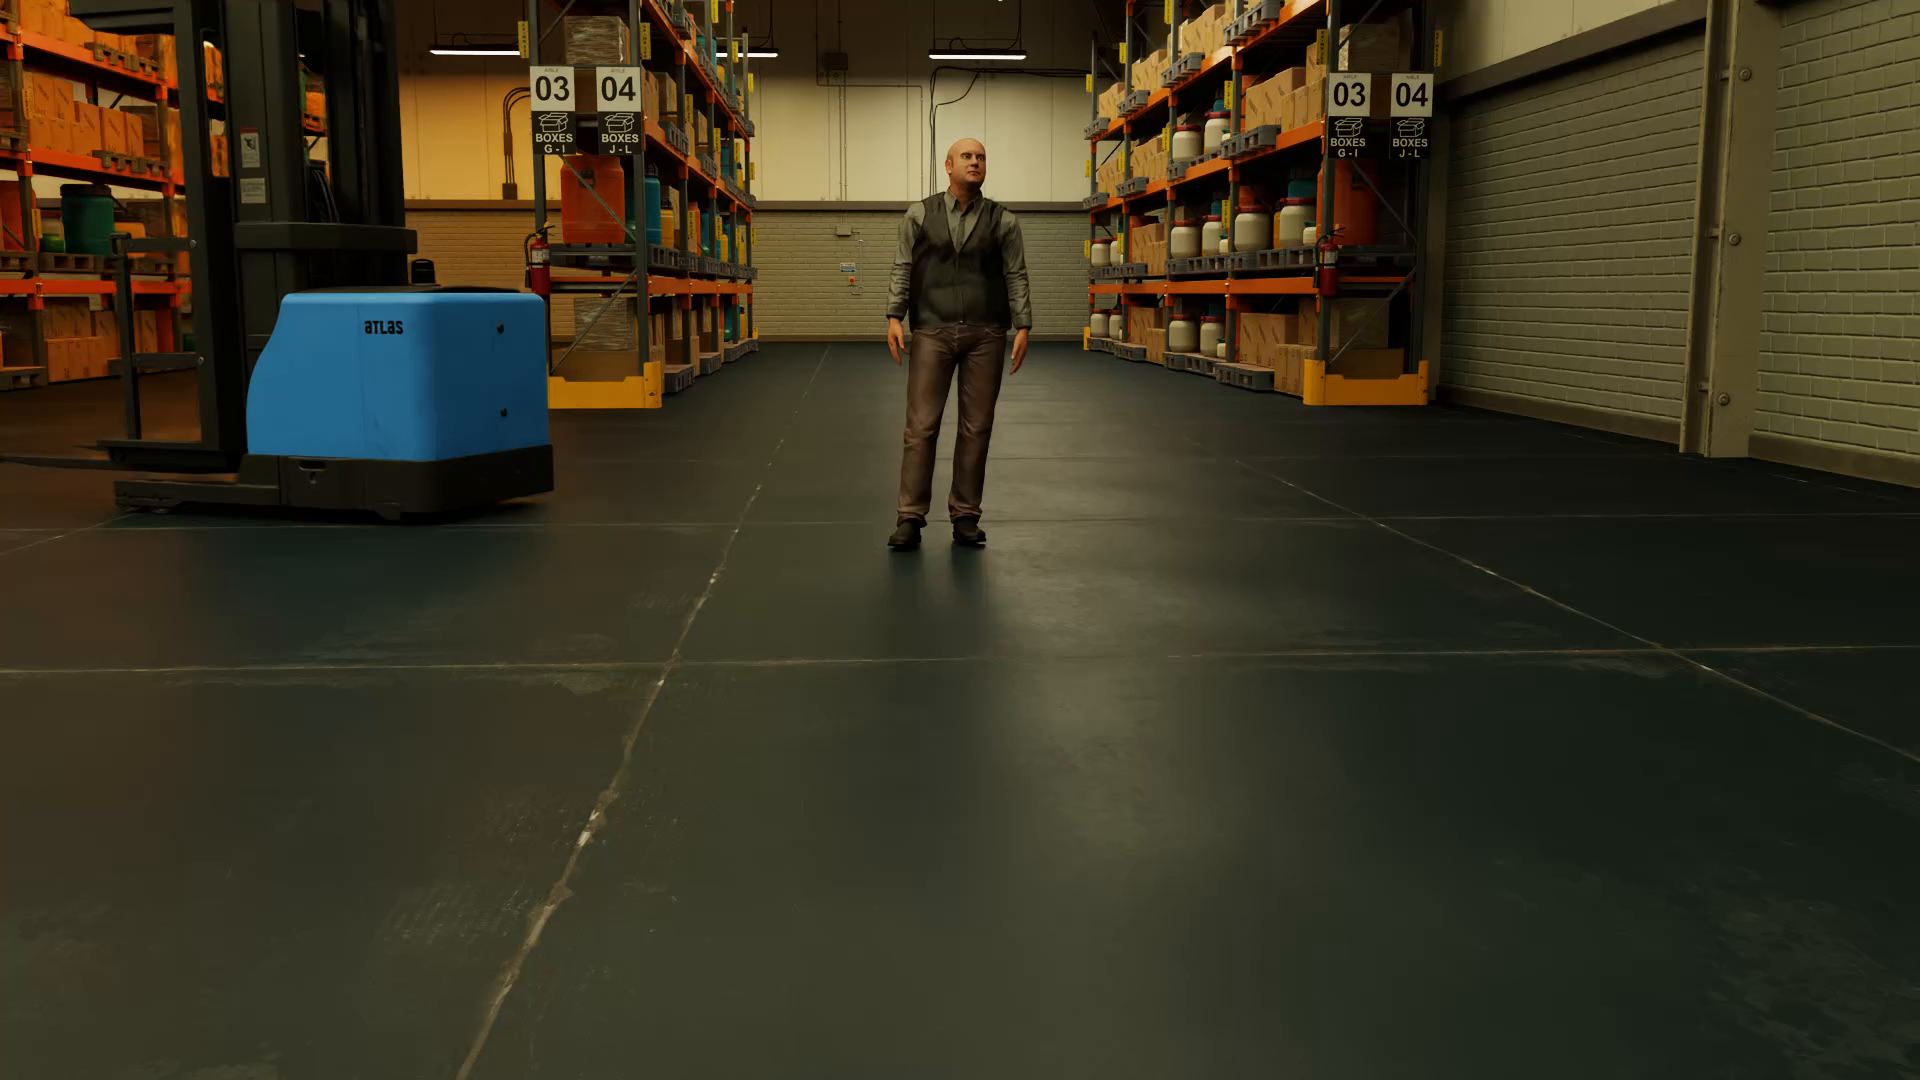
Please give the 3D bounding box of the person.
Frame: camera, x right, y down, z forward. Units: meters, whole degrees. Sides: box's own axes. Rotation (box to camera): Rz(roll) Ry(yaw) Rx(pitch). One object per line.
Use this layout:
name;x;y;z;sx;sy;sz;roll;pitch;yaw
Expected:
person;-0.003;-0.850;7.120;0.634;1.722;0.566;-1;8;-4

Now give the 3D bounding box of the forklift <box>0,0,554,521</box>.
forklift;-3.658;-1.647;8.423;3.031;2.935;1.130;3;9;20
